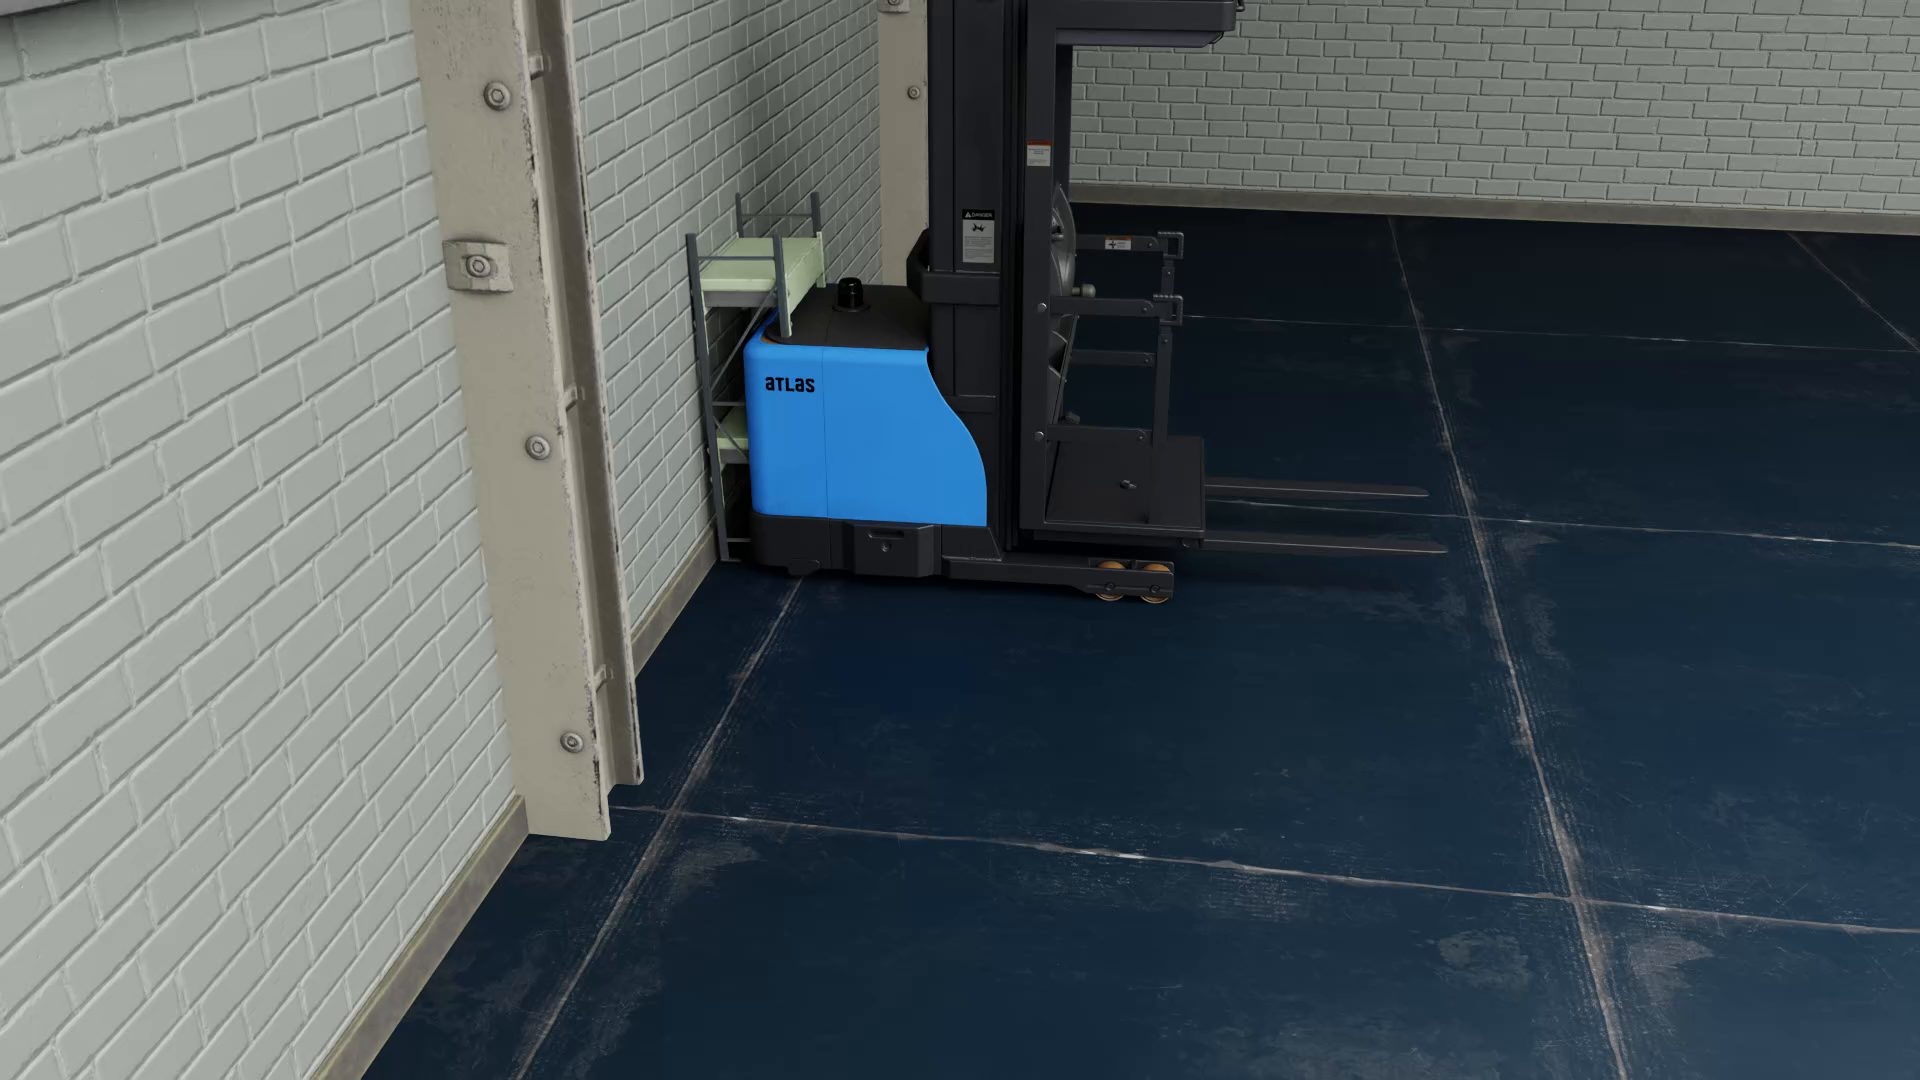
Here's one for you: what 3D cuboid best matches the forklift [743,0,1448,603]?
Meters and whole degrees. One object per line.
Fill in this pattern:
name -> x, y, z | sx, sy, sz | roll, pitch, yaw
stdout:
forklift -> 0.626, -1.294, 7.057 | 3.031, 2.935, 1.130 | 3, 25, 6

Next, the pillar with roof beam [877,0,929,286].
pillar with roof beam -> 3.917, -5.369, 8.606 | 9.100, 9.000, 0.400 | 4, 25, 9

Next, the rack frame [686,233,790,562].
rack frame -> -0.908, -0.584, 7.182 | 0.400, 1.500, 0.023 | 1, 25, 8

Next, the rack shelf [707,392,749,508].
rack shelf -> -0.847, -0.441, 7.647 | 0.431, 0.370, 0.720 | 1, 25, 8

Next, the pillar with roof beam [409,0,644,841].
pillar with roof beam -> 2.936, -2.860, 3.245 | 9.100, 9.000, 0.400 | 4, 25, 9

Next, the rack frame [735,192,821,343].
rack frame -> -0.810, -0.890, 7.840 | 0.400, 1.500, 0.023 | 1, 25, 8

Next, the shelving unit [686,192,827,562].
shelving unit -> -0.859, -0.737, 7.511 | 0.431, 1.500, 0.755 | 1, 25, 8

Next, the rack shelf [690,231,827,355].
rack shelf -> -0.873, -1.091, 7.349 | 0.431, 0.370, 0.720 | 1, 25, 8
